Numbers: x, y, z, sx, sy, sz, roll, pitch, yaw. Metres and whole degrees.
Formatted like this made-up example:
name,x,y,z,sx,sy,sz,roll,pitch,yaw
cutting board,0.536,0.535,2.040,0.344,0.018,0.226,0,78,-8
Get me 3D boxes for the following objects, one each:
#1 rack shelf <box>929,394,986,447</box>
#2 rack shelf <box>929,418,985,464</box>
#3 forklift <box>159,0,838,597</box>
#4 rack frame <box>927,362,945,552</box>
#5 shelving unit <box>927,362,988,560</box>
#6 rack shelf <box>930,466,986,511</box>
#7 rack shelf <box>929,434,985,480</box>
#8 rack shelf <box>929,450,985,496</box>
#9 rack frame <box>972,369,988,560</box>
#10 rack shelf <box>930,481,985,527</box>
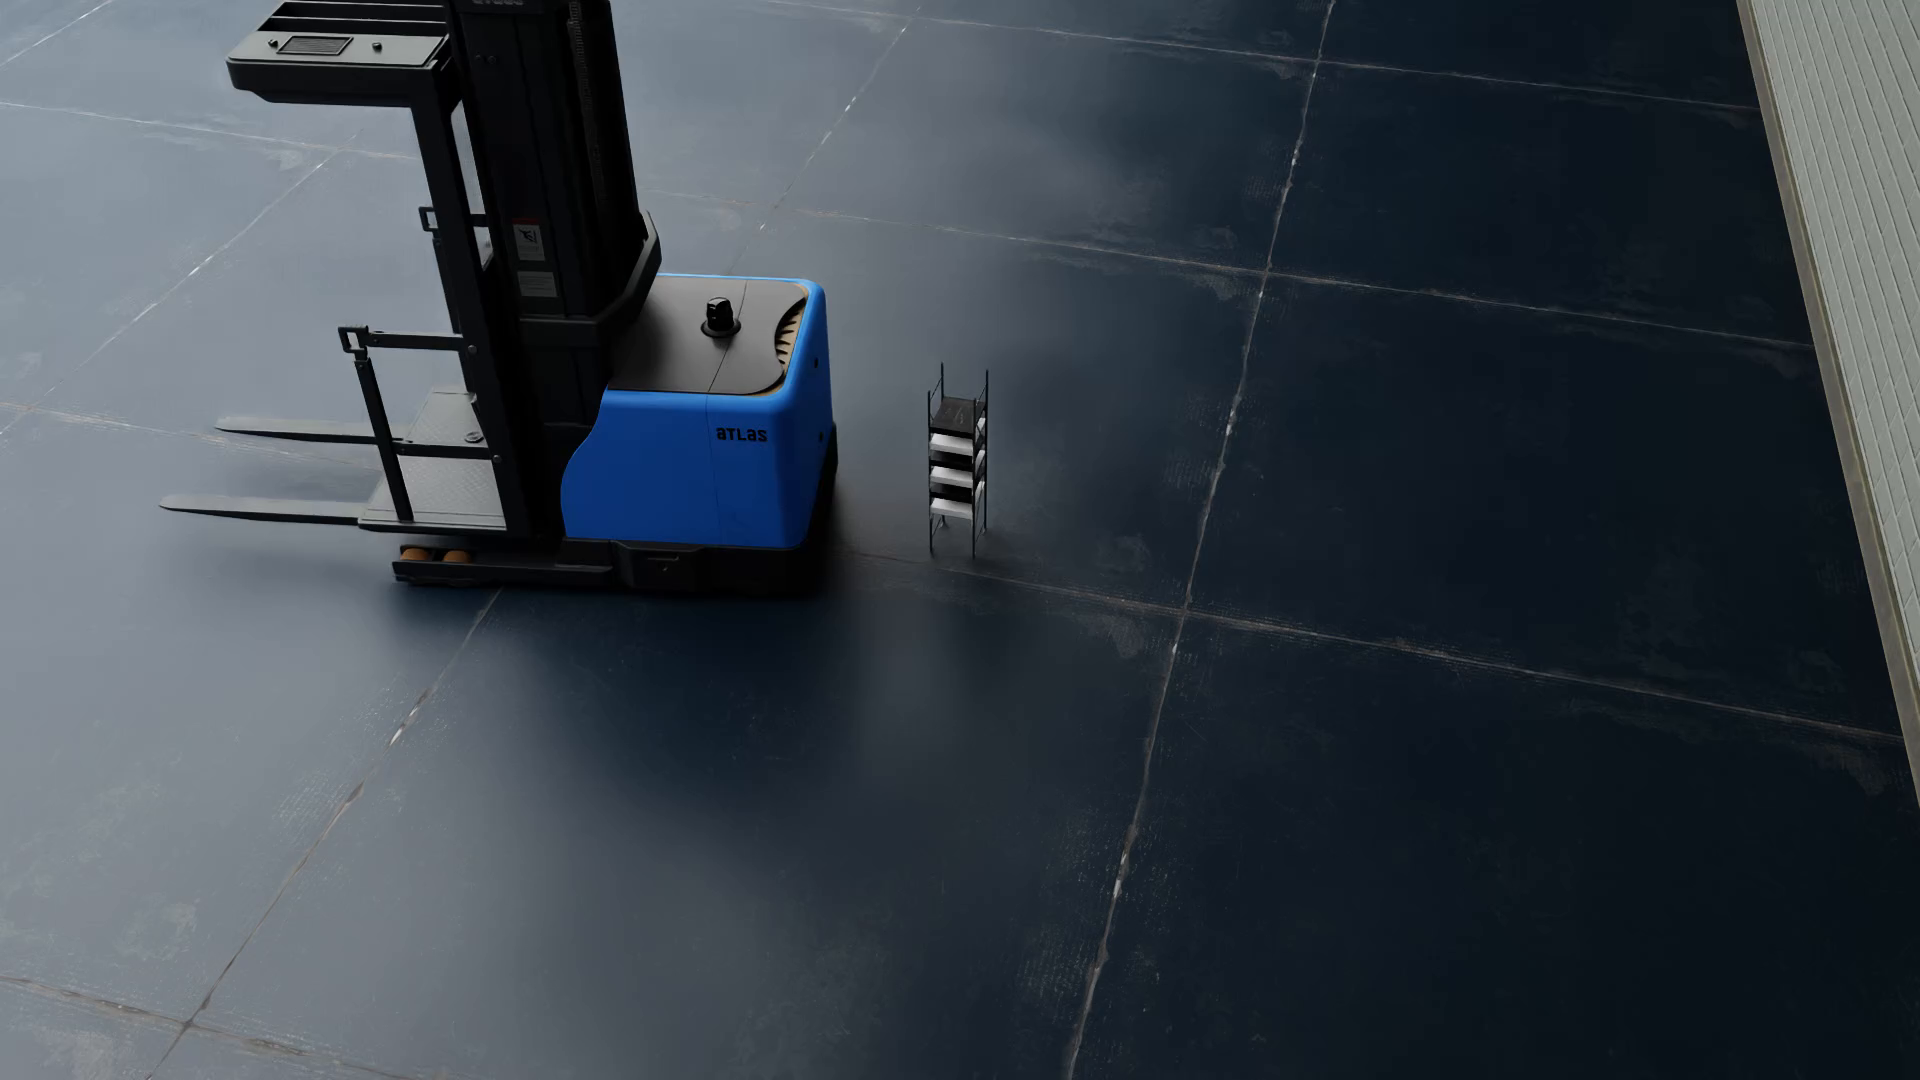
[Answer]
name,x,y,z,sx,sy,sz,roll,pitch,yaw
rack shelf,-0.008,-0.527,7.335,0.200,0.077,0.258,10,41,11
rack shelf,-0.008,-0.458,7.392,0.200,0.077,0.258,10,41,11
forklift,-2.139,-1.246,6.979,3.031,2.935,1.130,3,40,3
rack frame,-0.106,-0.363,7.507,0.006,0.900,0.240,10,41,11
shelving unit,-0.008,-0.346,7.487,0.210,0.900,0.258,10,41,11
rack shelf,-0.008,-0.252,7.566,0.200,0.077,0.258,10,41,11
rack shelf,-0.008,-0.389,7.450,0.200,0.077,0.258,10,41,11
rack shelf,-0.008,-0.320,7.508,0.200,0.077,0.258,10,41,11
rack frame,0.090,-0.329,7.467,0.006,0.900,0.240,10,41,11
rack shelf,-0.008,-0.183,7.624,0.200,0.077,0.258,10,41,11
